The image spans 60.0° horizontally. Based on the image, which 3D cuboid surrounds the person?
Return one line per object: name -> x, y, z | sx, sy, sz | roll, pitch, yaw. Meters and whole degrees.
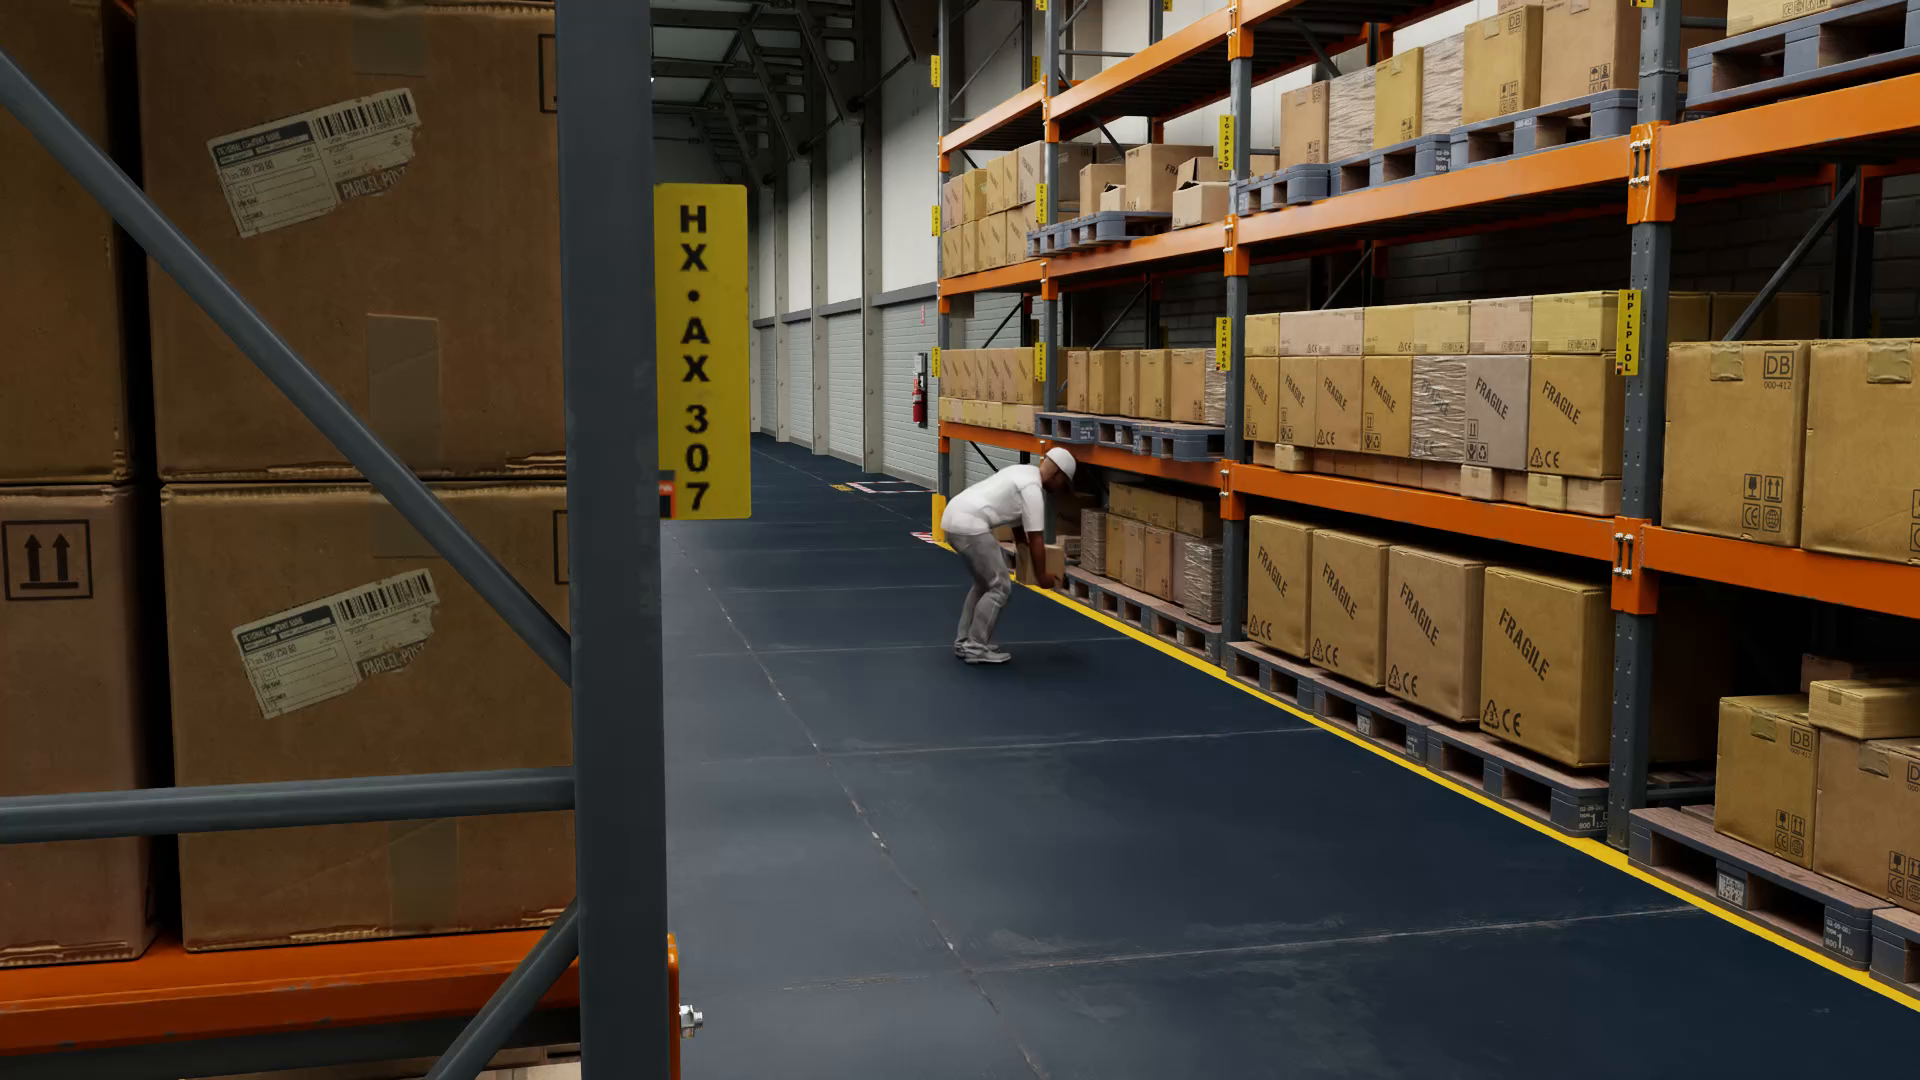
person -> 0.326, 0.088, 10.852 | 0.898, 1.376, 0.490 | -2, 6, -16
